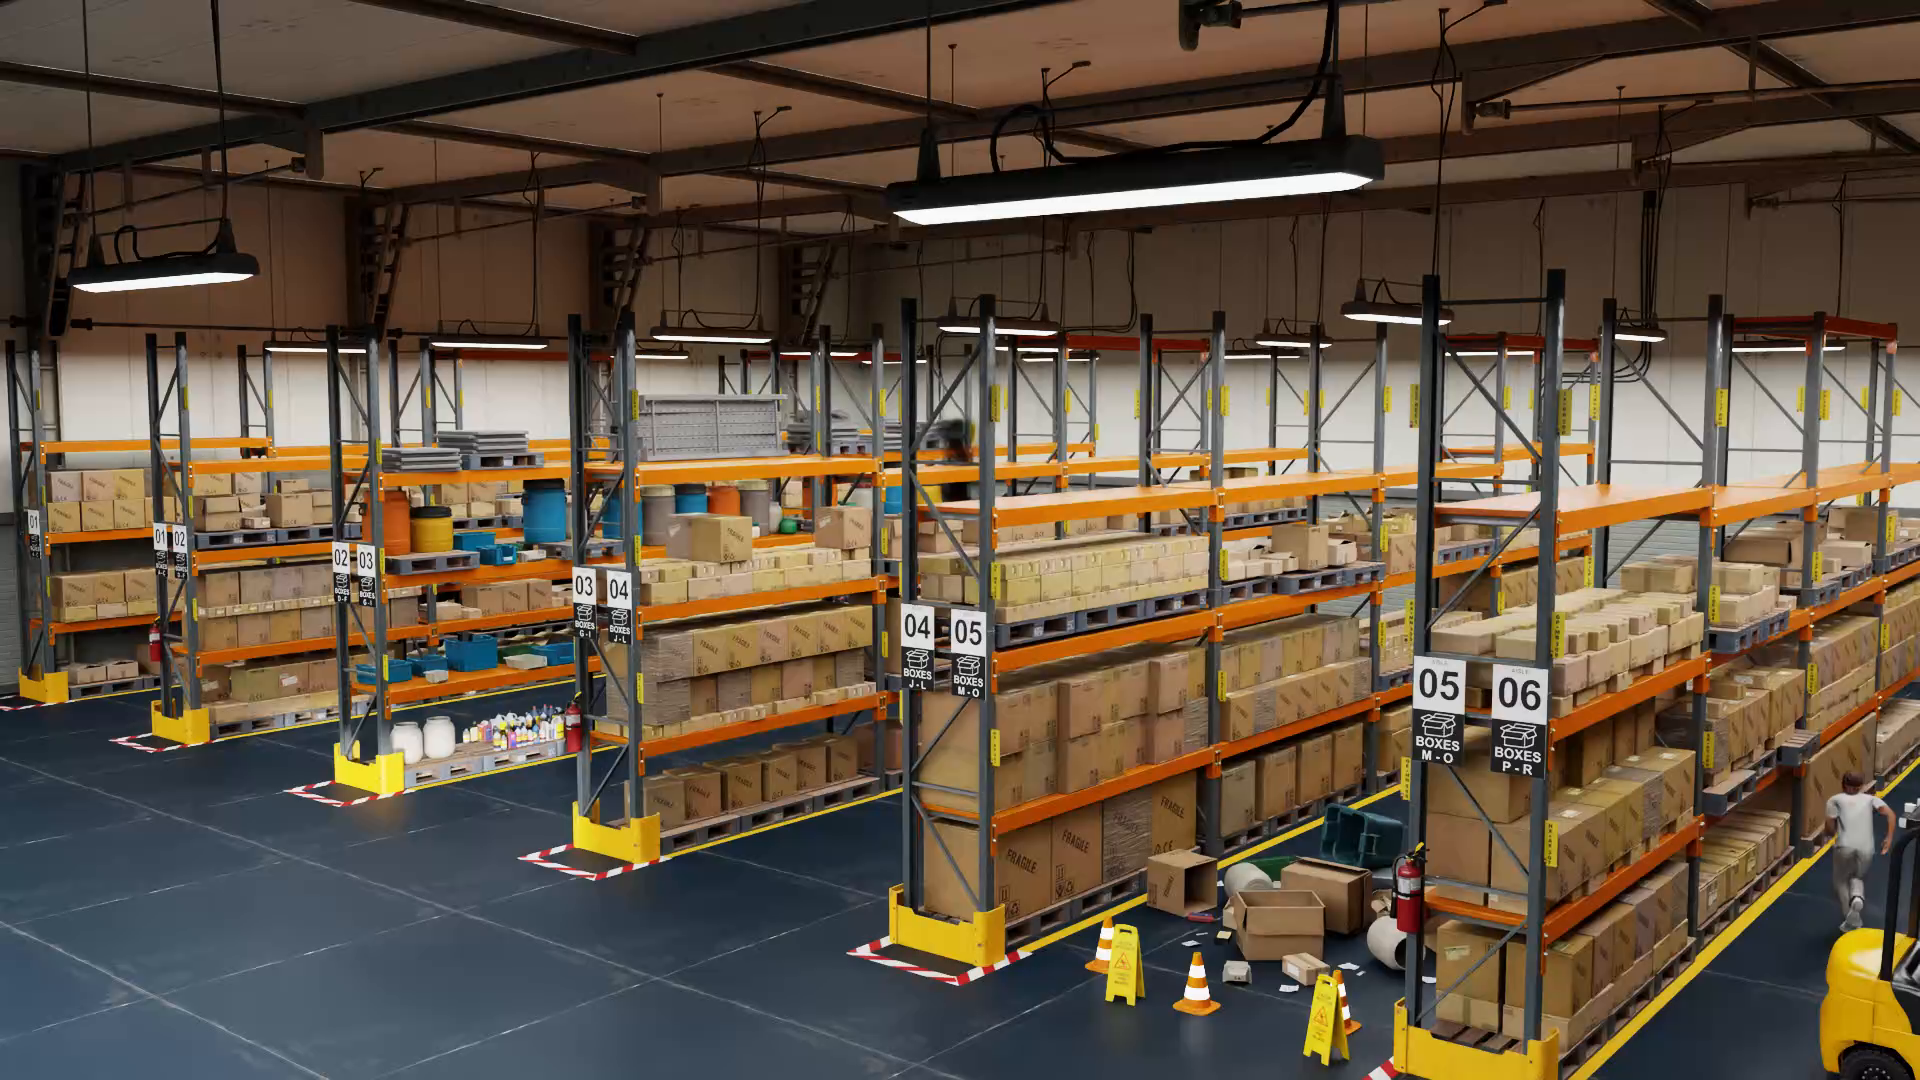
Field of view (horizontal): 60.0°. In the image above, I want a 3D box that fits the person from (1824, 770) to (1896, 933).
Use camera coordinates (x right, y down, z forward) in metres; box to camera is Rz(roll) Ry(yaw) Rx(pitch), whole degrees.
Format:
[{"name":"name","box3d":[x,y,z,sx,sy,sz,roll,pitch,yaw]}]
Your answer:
[{"name":"person","box3d":[8.609,2.999,15.933,0.590,1.495,0.779,2,6,22]}]
